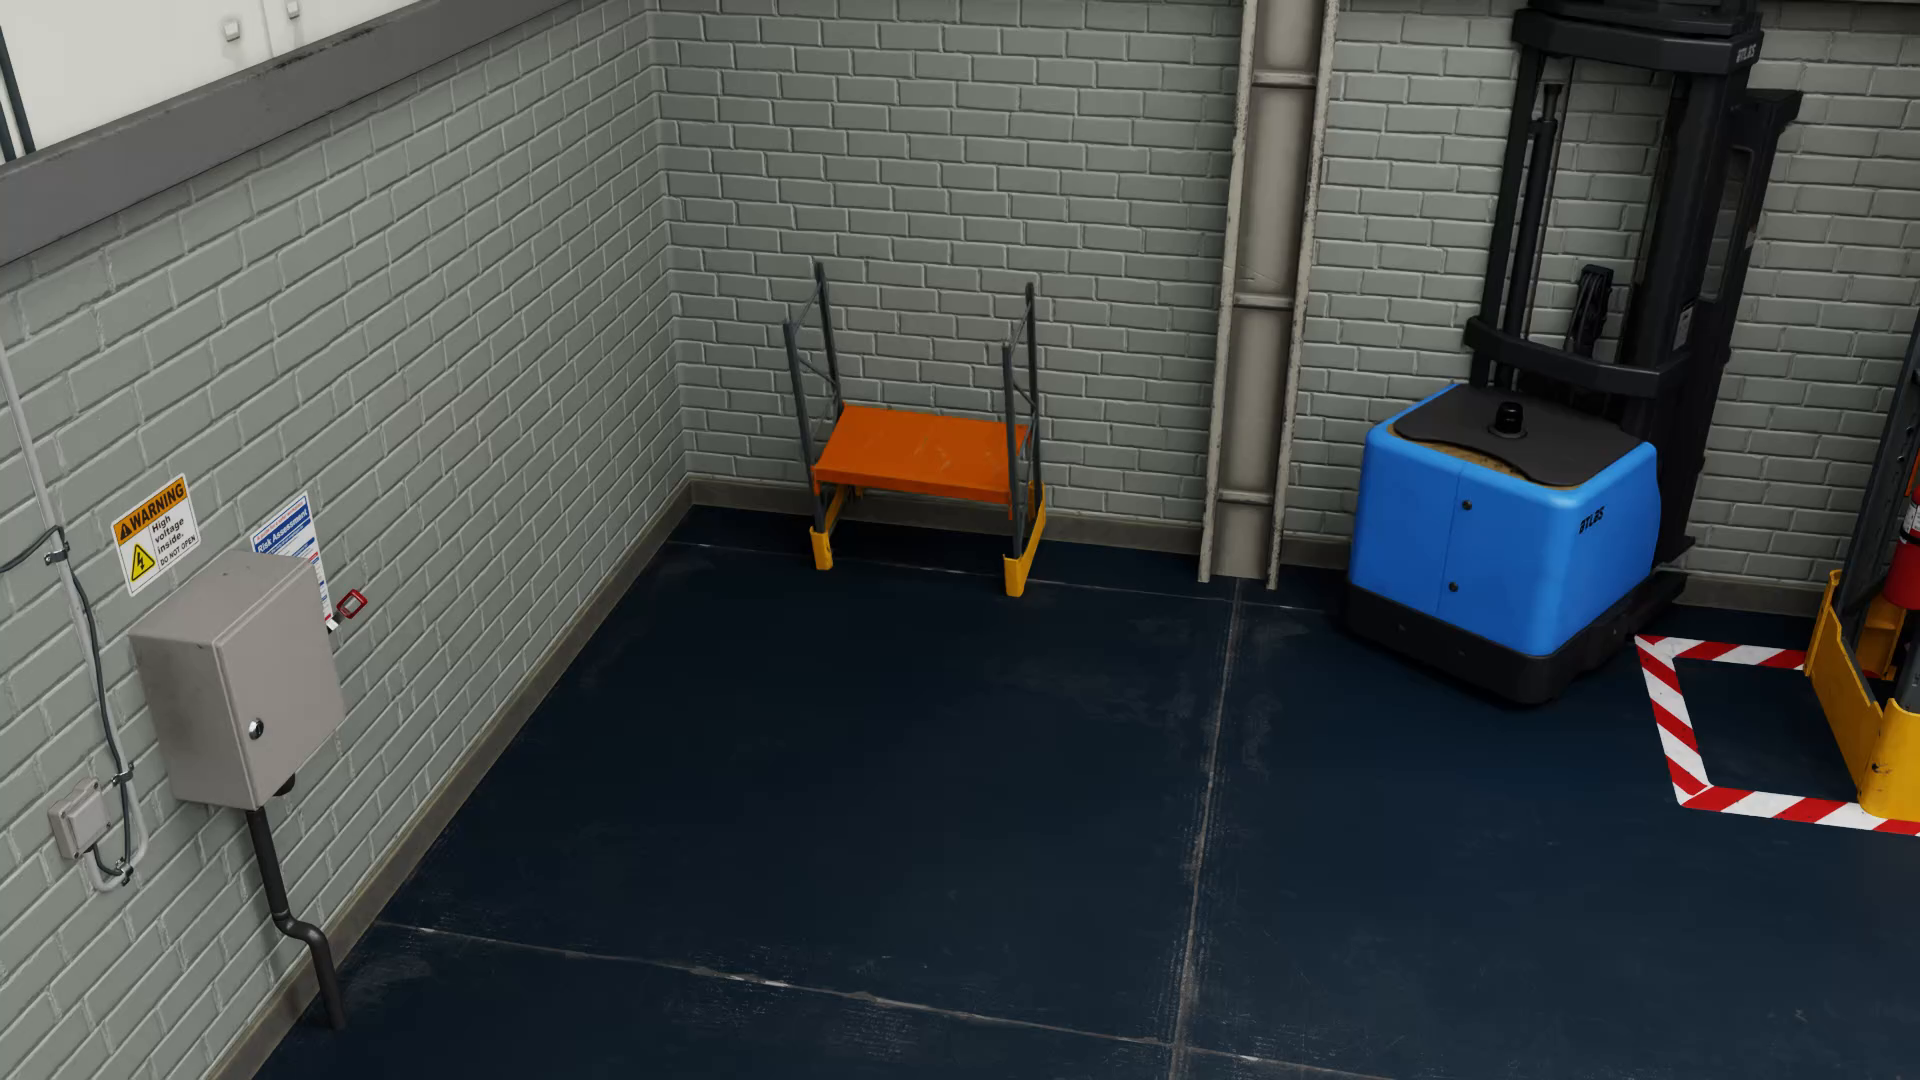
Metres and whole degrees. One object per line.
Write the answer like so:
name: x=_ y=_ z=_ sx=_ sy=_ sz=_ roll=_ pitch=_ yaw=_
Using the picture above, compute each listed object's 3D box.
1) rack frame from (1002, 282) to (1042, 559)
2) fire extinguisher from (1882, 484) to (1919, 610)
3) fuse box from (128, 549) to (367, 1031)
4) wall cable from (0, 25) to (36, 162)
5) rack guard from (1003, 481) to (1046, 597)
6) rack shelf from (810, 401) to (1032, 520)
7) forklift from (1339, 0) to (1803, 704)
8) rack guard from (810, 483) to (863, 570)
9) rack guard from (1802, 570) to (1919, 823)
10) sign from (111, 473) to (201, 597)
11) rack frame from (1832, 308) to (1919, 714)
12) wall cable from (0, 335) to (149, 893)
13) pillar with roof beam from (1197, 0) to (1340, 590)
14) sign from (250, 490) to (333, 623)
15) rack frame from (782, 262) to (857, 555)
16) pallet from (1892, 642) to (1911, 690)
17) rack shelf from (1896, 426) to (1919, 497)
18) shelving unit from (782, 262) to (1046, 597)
rack frame: x=0.307 y=-0.463 z=7.924 sx=0.032 sy=1.500 sz=0.500 roll=8 pitch=44 yaw=13
fire extinguisher: x=3.628 y=-0.066 z=6.216 sx=0.183 sy=0.674 sz=0.296 roll=6 pitch=29 yaw=11
fuse box: x=-2.102 y=0.904 z=5.317 sx=0.414 sy=1.711 sz=0.539 roll=6 pitch=29 yaw=11
wall cable: x=-2.008 y=-2.878 z=4.597 sx=0.133 sy=3.039 sz=2.988 roll=6 pitch=29 yaw=11
rack guard: x=0.328 y=-0.009 z=8.354 sx=0.087 sy=0.250 sz=0.587 roll=8 pitch=44 yaw=13
rack shelf: x=-0.173 y=-0.396 z=8.163 sx=1.000 sy=0.185 sz=0.538 roll=8 pitch=44 yaw=13
forklift: x=3.188 y=-1.177 z=7.848 sx=1.130 sy=2.935 sz=3.031 roll=25 pitch=37 yaw=38
rack guard: x=-0.634 y=-0.136 z=8.581 sx=0.087 sy=0.250 sz=0.587 roll=8 pitch=44 yaw=13
rack guard: x=3.943 y=0.638 z=7.064 sx=0.348 sy=0.500 sz=1.175 roll=6 pitch=29 yaw=11
sign: x=-2.316 y=-0.018 z=4.799 sx=0.001 sy=0.242 sz=0.339 roll=6 pitch=29 yaw=11
rack frame: x=3.869 y=-0.466 z=6.478 sx=0.127 sy=3.000 sz=1.000 roll=6 pitch=29 yaw=11
wall cable: x=-2.399 y=0.198 z=4.207 sx=0.122 sy=1.984 sz=0.588 roll=6 pitch=29 yaw=11
pillar with roof beam: x=0.521 y=-1.770 z=2.611 sx=0.400 sy=9.000 sz=9.100 roll=6 pitch=29 yaw=11
sign: x=-2.201 y=0.128 z=5.492 sx=0.001 sy=0.494 sz=0.329 roll=6 pitch=29 yaw=11
rack frame: x=-0.675 y=-0.593 z=8.156 sx=0.032 sy=1.500 sz=0.500 roll=8 pitch=44 yaw=13
pallet: x=4.723 y=0.844 z=6.988 sx=1.213 sy=0.211 sz=1.003 roll=6 pitch=29 yaw=11
rack shelf: x=5.825 y=0.050 z=6.284 sx=4.000 sy=0.370 sz=1.077 roll=6 pitch=29 yaw=11
shelving unit: x=-0.193 y=-0.529 z=8.042 sx=1.083 sy=1.500 sz=0.587 roll=8 pitch=44 yaw=13
